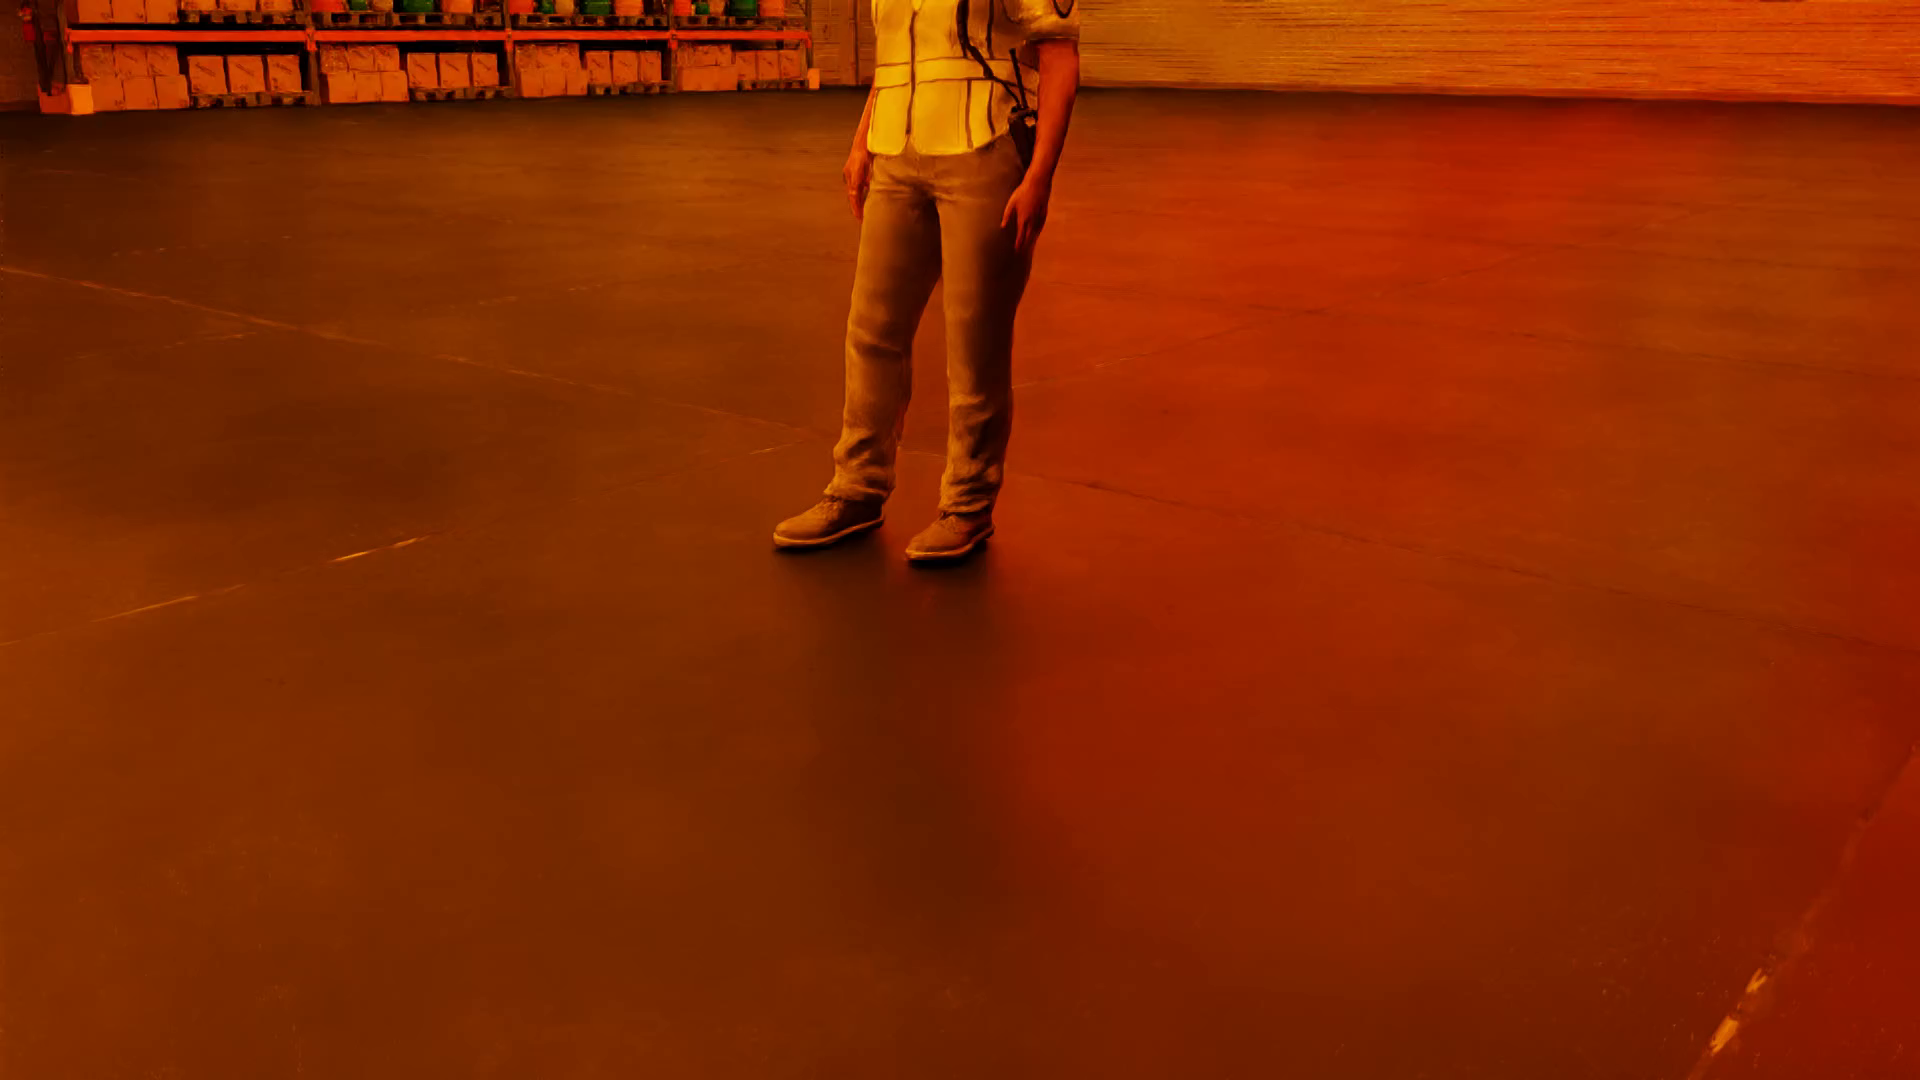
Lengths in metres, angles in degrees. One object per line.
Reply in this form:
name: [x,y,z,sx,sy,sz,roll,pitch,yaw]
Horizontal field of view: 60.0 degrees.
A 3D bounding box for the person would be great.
person: [-0.066,-0.791,3.655,0.598,1.669,0.529,13,21,37]
